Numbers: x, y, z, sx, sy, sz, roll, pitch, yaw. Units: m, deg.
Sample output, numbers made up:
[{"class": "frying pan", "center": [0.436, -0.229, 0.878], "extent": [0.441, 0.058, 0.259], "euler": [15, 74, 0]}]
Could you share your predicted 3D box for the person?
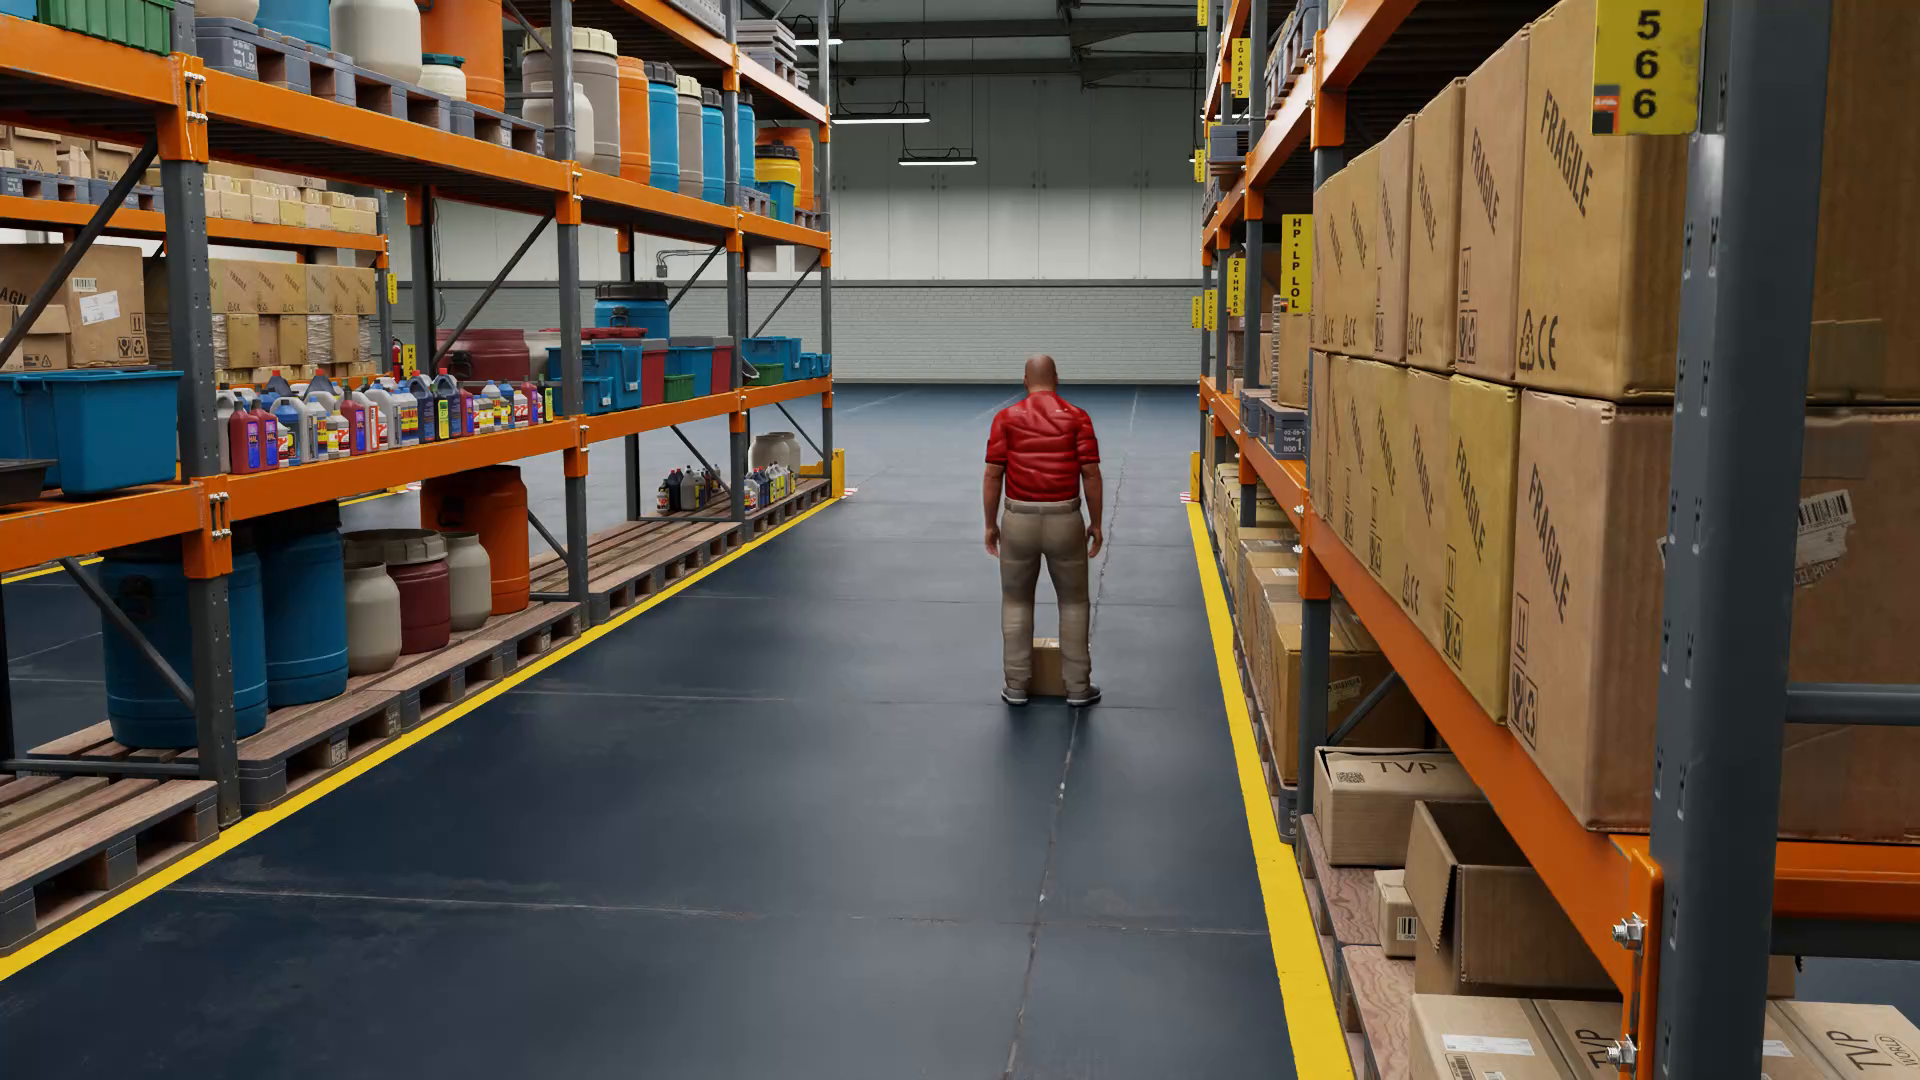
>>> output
[{"class": "person", "center": [0.412, -0.049, 8.216], "extent": [0.590, 1.726, 0.388], "euler": [1, 8, 6]}]
